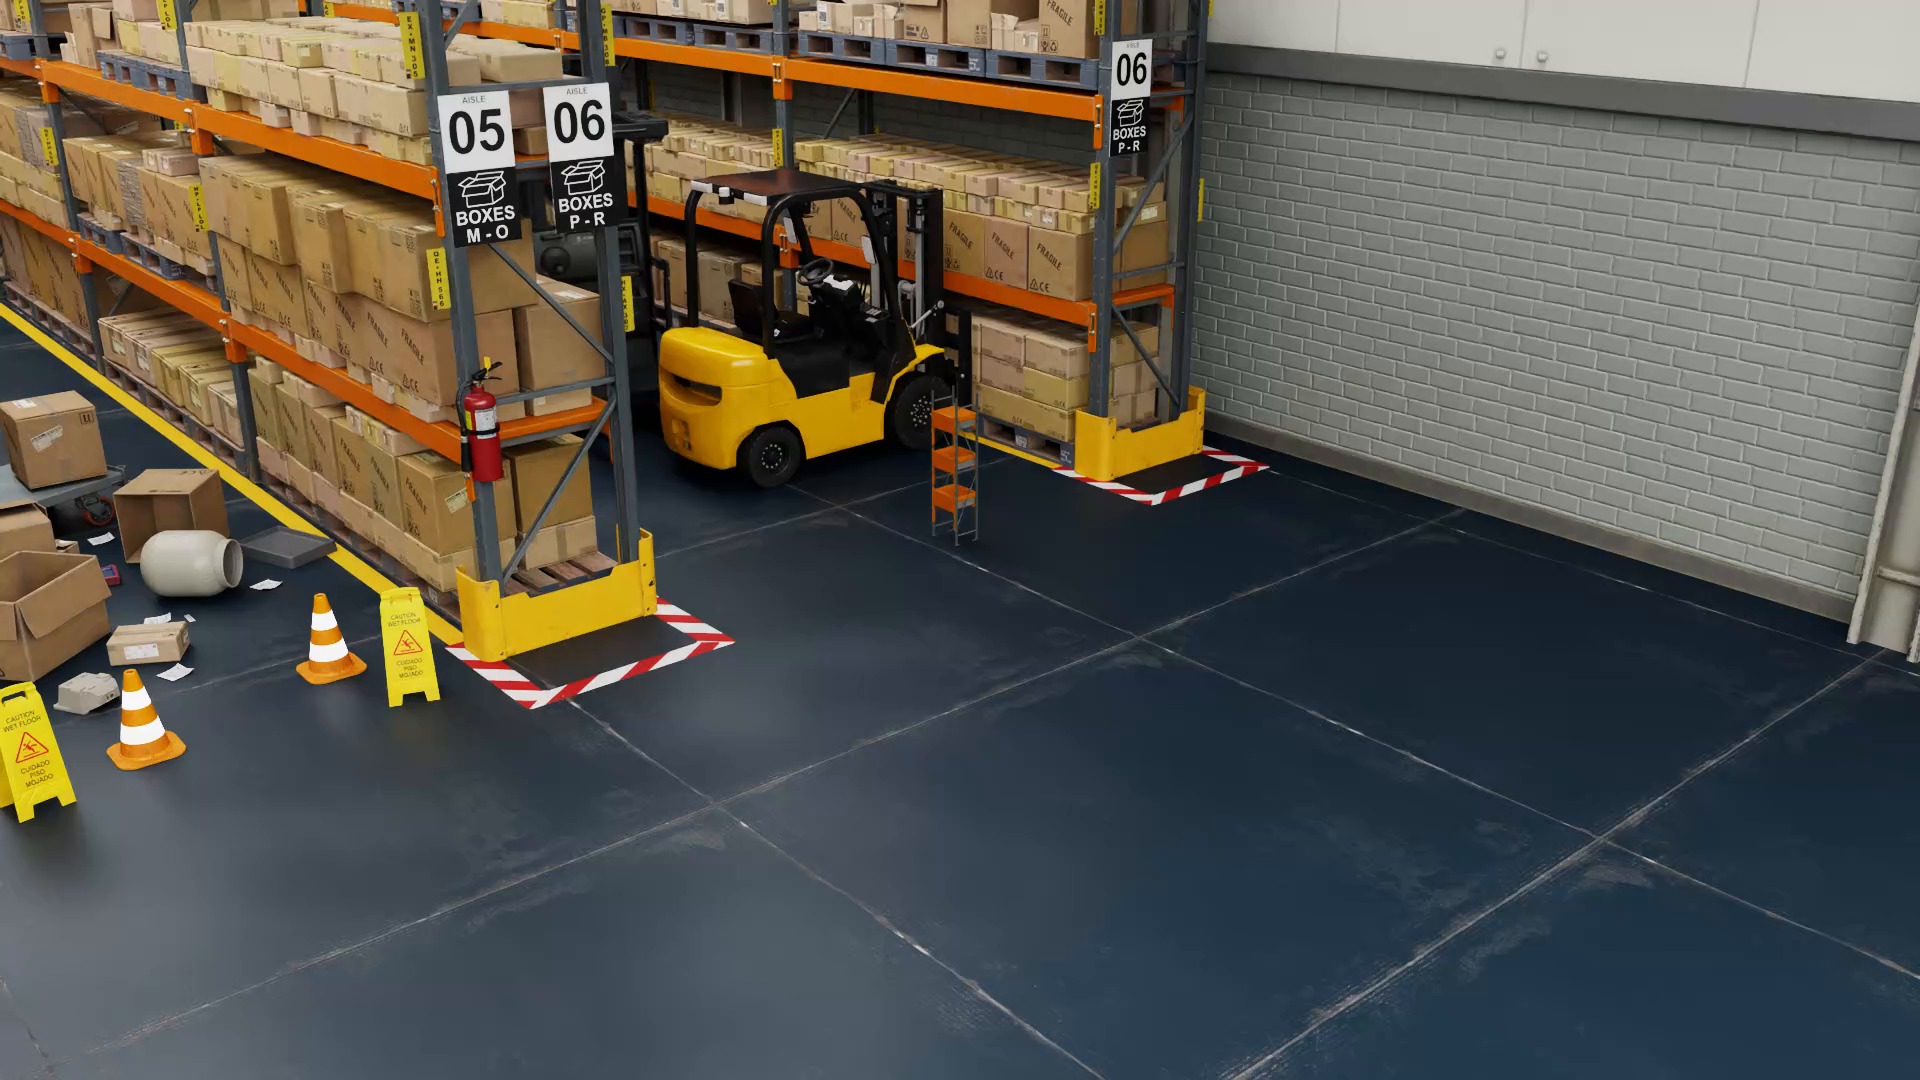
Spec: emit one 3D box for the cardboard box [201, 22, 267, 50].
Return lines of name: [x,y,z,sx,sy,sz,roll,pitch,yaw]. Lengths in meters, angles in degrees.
cardboard box: [-4.824,-3.367,11.107,0.380,0.149,0.250,-16,27,-36]

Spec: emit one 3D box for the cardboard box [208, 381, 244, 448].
cardboard box: [-5.318,-1.062,13.111,0.950,0.372,0.625,-17,27,-37]

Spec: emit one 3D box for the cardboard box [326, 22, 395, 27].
cardboard box: [-4.003,-3.374,11.124,0.380,0.149,0.250,-16,27,-36]

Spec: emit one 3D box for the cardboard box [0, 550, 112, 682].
cardboard box: [-5.428,0.439,9.673,0.637,0.503,0.797,3,22,9]

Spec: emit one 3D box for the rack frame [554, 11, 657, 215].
rack frame: [-3.827,-4.234,18.181,1.000,3.000,0.127,-17,27,-37]

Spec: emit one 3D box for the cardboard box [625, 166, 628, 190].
cardboard box: [-3.398,-3.843,17.389,0.500,0.250,0.500,-18,28,-39]

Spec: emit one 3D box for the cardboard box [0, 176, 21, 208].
cardboard box: [-9.128,-3.474,16.446,0.500,0.250,0.500,-18,28,-38]

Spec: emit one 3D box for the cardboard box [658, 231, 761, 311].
cardboard box: [-2.558,-2.783,17.158,0.875,0.625,0.625,-19,28,-40]

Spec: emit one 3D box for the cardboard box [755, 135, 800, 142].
cardboard box: [-1.763,-3.847,16.166,0.380,0.149,0.250,-18,28,-38]

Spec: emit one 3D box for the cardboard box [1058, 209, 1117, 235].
cardboard box: [0.956,-2.401,12.475,0.380,0.149,0.250,-17,27,-37]

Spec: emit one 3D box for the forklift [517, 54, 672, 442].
forklift: [-2.974,-2.381,13.544,1.130,2.935,3.031,-11,24,-27]

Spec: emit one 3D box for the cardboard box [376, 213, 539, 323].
cardboard box: [-2.862,-1.581,9.491,0.700,0.500,0.500,-18,28,-39]

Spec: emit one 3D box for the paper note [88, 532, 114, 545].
paper note: [-5.921,-0.011,11.470,0.148,0.019,0.142,-17,27,-37]

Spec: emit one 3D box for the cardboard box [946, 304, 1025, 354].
cardboard box: [0.183,-1.734,13.622,0.500,0.250,0.500,-17,27,-37]

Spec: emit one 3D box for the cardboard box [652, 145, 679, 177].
cardboard box: [-2.716,-3.793,16.576,0.500,0.250,0.500,-17,27,-37]

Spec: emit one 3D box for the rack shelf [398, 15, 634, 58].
rack shelf: [-5.133,-5.848,19.176,1.077,0.370,4.000,-17,27,-37]

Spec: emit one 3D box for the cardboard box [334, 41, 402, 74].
cardboard box: [-3.408,-2.813,9.692,0.380,0.149,0.250,-17,27,-37]

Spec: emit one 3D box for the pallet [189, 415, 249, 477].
pallet: [-5.483,-0.862,13.396,1.003,0.211,1.213,-17,27,-37]

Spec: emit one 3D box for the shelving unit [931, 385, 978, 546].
shelving unit: [-0.035,-0.504,11.330,0.215,1.050,0.252,-17,27,-37]

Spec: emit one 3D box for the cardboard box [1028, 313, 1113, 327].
cardboard box: [0.896,-1.719,13.584,0.500,0.250,0.500,-17,27,-37]

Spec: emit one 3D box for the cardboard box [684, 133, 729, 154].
cardboard box: [-2.464,-3.865,16.212,0.380,0.149,0.250,-17,27,-37]

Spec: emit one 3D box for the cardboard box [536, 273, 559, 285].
cardboard box: [-2.803,-1.365,10.312,0.500,0.500,0.500,-16,27,-36]

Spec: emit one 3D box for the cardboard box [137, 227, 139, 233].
cardboard box: [-6.617,-2.625,13.842,0.380,0.149,0.250,-16,27,-35]

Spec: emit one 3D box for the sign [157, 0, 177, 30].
sign: [-5.392,-3.634,11.286,0.100,0.325,0.005,-17,27,-37]

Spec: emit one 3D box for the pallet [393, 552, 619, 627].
pallet: [-2.916,0.204,10.675,1.003,0.211,1.213,-17,27,-37]

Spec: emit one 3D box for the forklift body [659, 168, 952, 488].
forklift body: [-1.225,-1.718,12.921,2.313,2.155,1.214,-17,27,-37]

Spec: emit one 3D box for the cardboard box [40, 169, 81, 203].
cardboard box: [-8.094,-3.287,15.284,0.500,0.250,0.500,-18,27,-38]

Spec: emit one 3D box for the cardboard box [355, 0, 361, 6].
cardboard box: [-7.532,-6.942,21.327,0.380,0.149,0.250,-16,27,-36]

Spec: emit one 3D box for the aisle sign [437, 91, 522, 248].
aisle sign: [-2.542,-1.965,8.824,0.394,0.787,0.004,-17,27,-37]

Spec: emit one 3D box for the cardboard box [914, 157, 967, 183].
cardboard box: [-0.156,-3.055,13.737,0.380,0.149,0.250,-17,27,-37]

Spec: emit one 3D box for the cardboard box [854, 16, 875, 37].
cardboard box: [-0.652,-4.242,13.720,0.380,0.149,0.250,-16,27,-36]

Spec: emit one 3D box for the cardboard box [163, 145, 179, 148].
cardboard box: [-6.402,-3.093,14.147,0.500,0.500,0.500,-20,29,-41]

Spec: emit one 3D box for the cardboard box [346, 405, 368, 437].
cardboard box: [-3.707,-0.795,10.679,0.380,0.149,0.250,-16,27,-35]

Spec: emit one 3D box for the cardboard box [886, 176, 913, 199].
cardboard box: [-0.394,-2.966,13.917,0.380,0.149,0.250,-19,28,-39]

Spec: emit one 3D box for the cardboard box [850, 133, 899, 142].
cardboard box: [-0.779,-3.599,15.127,0.380,0.149,0.250,-17,27,-37]

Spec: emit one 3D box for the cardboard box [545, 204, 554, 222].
cardboard box: [-4.543,-3.712,18.810,0.380,0.149,0.250,-19,28,-40]

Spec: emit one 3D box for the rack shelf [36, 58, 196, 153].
rack shelf: [-6.280,-3.560,13.334,1.077,0.370,4.000,-17,27,-37]

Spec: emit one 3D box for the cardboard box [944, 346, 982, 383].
cardboard box: [0.168,-1.510,13.736,0.500,0.250,0.500,-18,28,-39]

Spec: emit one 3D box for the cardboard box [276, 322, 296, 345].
cardboard box: [-4.476,-1.465,11.457,0.380,0.149,0.250,-16,27,-36]

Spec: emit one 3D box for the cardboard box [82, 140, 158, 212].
cardboard box: [-7.121,-3.110,14.191,0.500,0.500,0.500,-16,26,-35]

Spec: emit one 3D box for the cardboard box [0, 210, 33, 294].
cardboard box: [-9.731,-3.210,17.905,0.875,0.875,0.875,-16,27,-36]

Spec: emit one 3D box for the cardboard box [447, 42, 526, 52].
cardboard box: [-2.734,-2.788,9.628,0.380,0.149,0.250,-17,27,-37]

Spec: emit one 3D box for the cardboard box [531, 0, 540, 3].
cardboard box: [-4.395,-5.863,17.887,0.380,0.149,0.250,-18,28,-39]

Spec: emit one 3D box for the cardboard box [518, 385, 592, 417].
cardboard box: [-2.428,-0.867,9.929,0.380,0.149,0.250,-17,27,-37]

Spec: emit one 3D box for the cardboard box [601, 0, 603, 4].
cardboard box: [-3.539,-5.661,16.861,0.500,0.500,0.500,-17,27,-37]

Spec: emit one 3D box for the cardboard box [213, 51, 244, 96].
cardboard box: [-4.551,-3.084,10.931,0.500,0.250,0.500,-18,28,-38]

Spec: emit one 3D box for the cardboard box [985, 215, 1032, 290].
cardboard box: [0.543,-2.289,13.078,0.500,0.500,0.500,-16,27,-36]

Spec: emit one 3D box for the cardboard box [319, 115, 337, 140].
cardboard box: [-3.623,-2.513,10.019,0.380,0.149,0.250,-18,28,-39]

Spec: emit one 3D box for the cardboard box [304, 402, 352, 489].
cardboard box: [-4.098,-0.694,11.310,0.500,0.500,0.500,-16,26,-35]

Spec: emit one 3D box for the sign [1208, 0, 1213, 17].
sign: [1.819,-3.995,12.150,0.100,0.325,0.005,-17,27,-37]

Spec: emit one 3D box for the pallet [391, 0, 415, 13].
pallet: [-6.066,-6.451,19.987,1.213,0.211,1.003,-17,27,-37]

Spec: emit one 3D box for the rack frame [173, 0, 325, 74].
rack frame: [-4.974,-4.739,11.245,1.000,3.000,0.127,-17,27,-37]

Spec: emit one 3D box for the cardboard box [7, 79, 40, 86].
cardboard box: [-9.714,-4.605,17.620,0.500,0.500,0.500,-16,27,-36]

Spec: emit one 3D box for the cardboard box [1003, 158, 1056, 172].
cardboard box: [0.571,-3.039,13.696,0.380,0.149,0.250,-18,28,-39]

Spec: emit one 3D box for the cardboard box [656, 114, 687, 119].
cardboard box: [-3.083,-4.409,17.601,0.380,0.149,0.250,-17,27,-37]

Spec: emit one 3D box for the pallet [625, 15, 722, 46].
pallet: [-2.584,-5.068,16.457,1.003,0.211,1.213,-16,26,-35]

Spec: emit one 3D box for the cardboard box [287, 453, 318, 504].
cardboard box: [-4.437,-0.489,11.814,0.500,0.250,0.500,-16,26,-34]
